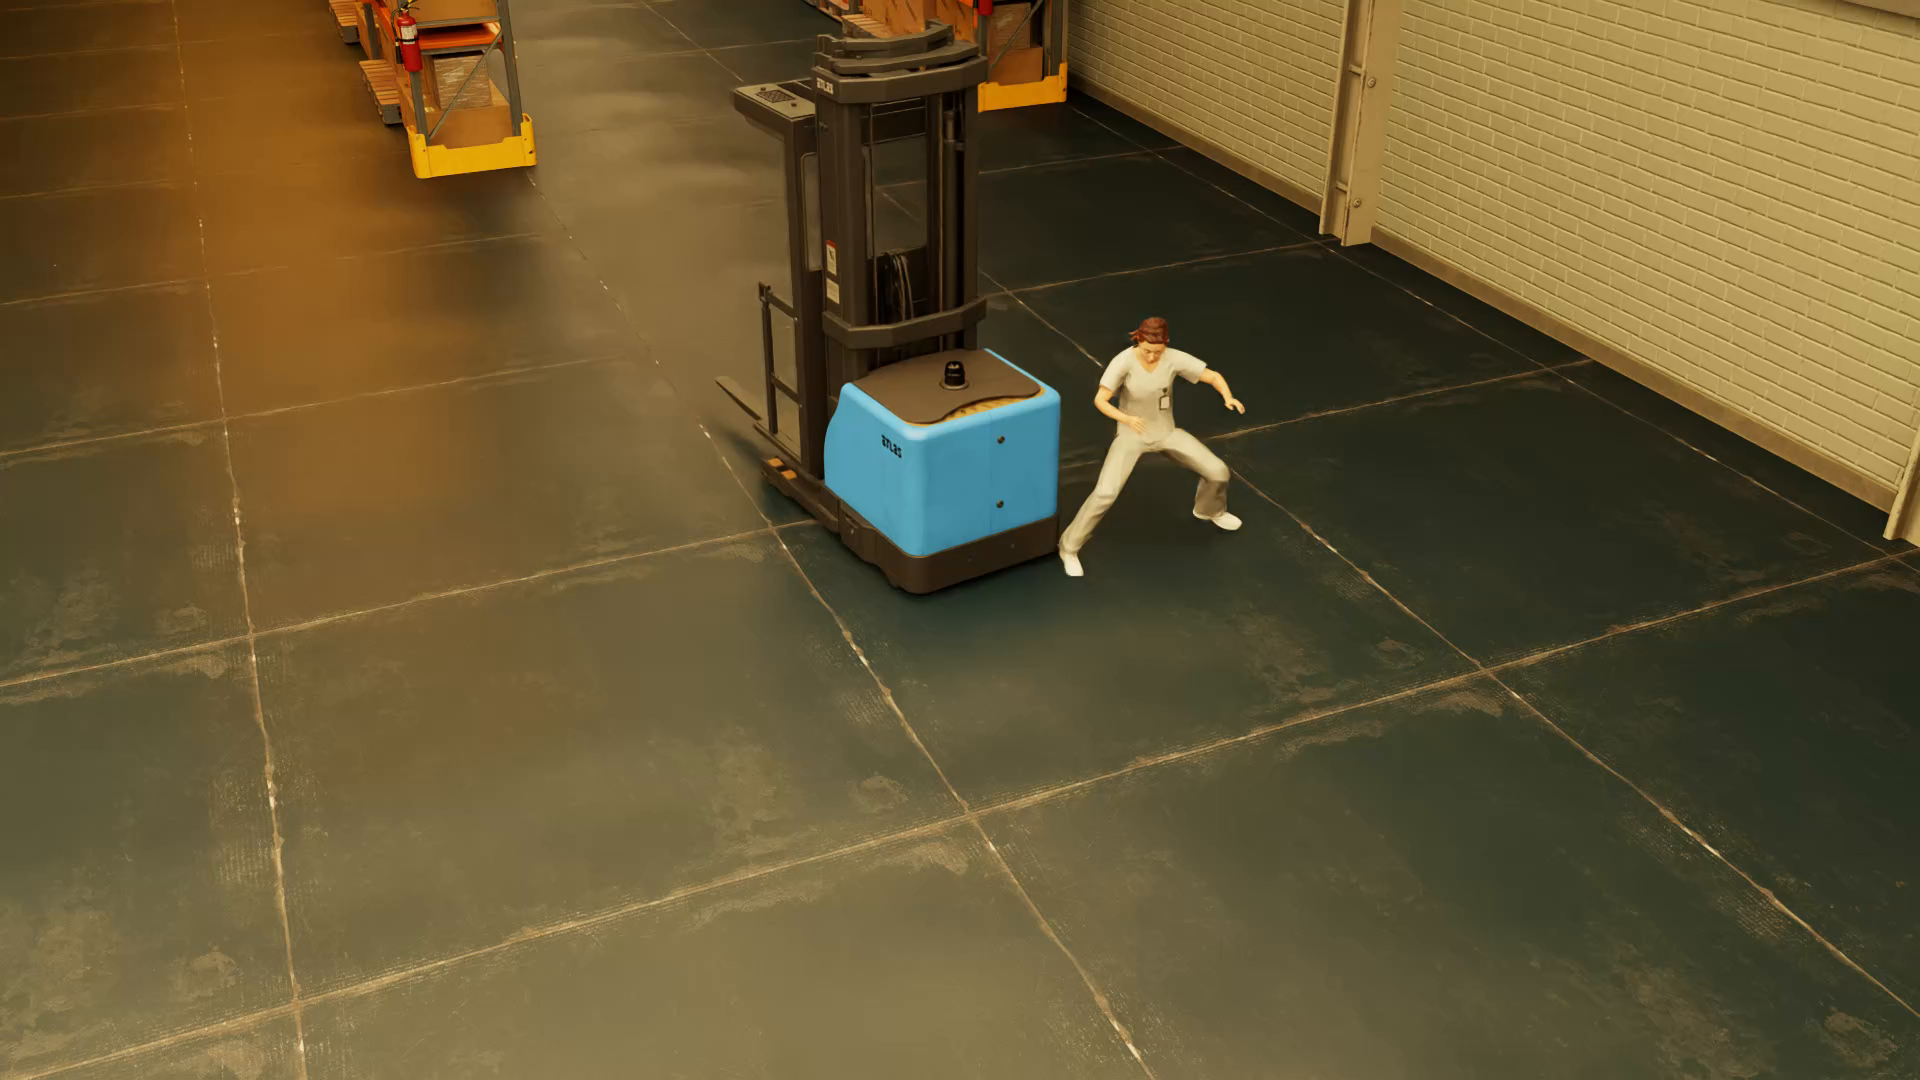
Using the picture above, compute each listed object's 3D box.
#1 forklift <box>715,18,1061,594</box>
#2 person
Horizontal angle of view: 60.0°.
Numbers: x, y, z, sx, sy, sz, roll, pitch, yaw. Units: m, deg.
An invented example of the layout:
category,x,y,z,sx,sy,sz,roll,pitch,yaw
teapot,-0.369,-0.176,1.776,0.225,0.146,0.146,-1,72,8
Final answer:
category,x,y,z,sx,sy,sz,roll,pitch,yaw
forklift,-0.622,-1.661,10.024,1.130,2.935,3.031,-17,34,-27
person,1.147,-0.582,9.628,1.158,1.465,0.620,-3,30,-4
